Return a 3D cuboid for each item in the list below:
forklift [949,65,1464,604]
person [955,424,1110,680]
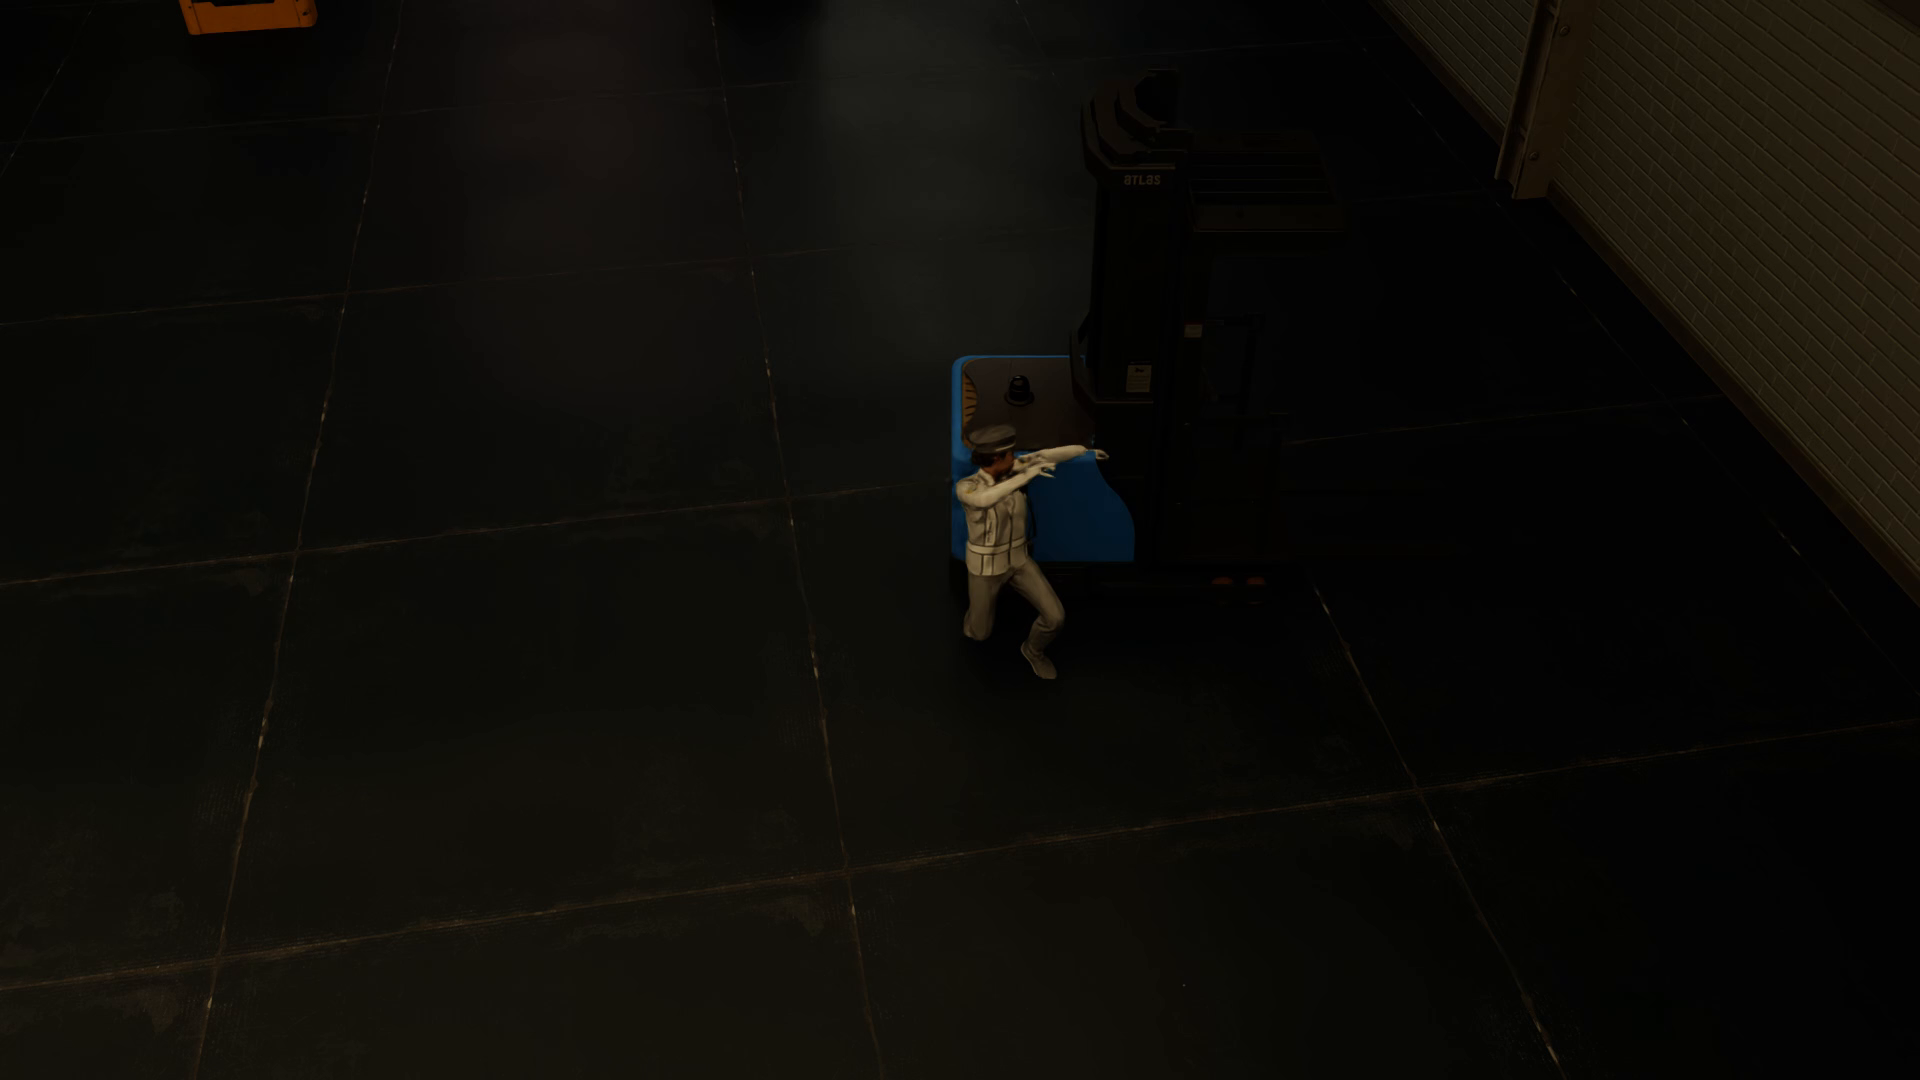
[{"bbox_3d":[1.453,-1.085,9.234,3.031,2.935,1.130,0,40,0],"label":"forklift"},{"bbox_3d":[0.485,0.045,9.115,0.997,1.508,0.764,-20,44,-22],"label":"person"}]
